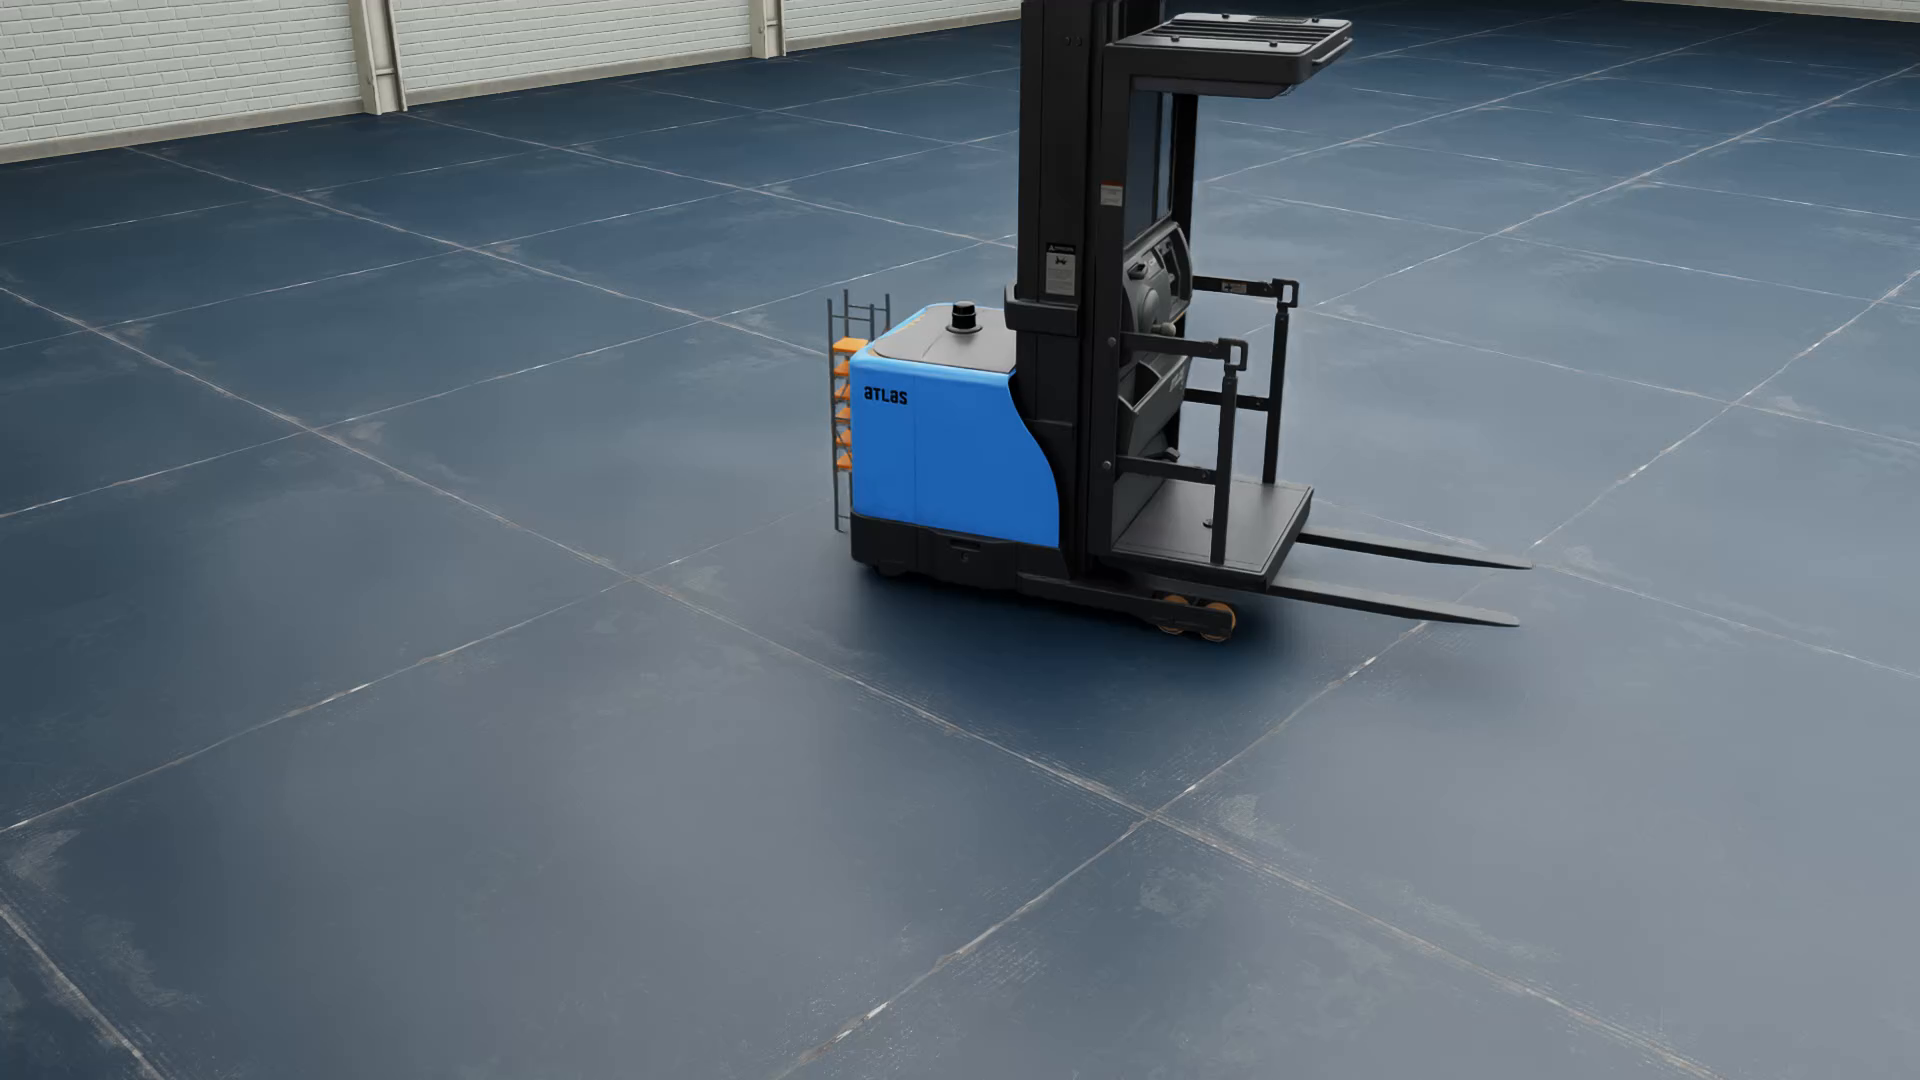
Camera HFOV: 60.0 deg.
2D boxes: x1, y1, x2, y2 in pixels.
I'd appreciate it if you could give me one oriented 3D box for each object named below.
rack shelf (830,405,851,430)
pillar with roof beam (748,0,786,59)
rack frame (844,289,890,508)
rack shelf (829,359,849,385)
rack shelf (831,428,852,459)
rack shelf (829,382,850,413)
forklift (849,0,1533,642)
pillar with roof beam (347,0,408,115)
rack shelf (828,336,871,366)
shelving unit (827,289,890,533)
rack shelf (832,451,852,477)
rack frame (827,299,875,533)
[{"bbox_3d":[-0.481,-0.570,8.163,0.258,0.103,0.180,9,26,19],"label":"rack shelf"},{"bbox_3d":[0.502,-9.767,19.035,9.100,9.000,0.400,20,31,38],"label":"pillar with roof beam"},{"bbox_3d":[-0.449,-0.645,8.223,0.240,1.200,0.006,9,26,19],"label":"rack frame"},{"bbox_3d":[-0.481,-0.789,8.065,0.258,0.103,0.180,9,26,19],"label":"rack shelf"},{"bbox_3d":[-0.481,-0.460,8.212,0.258,0.103,0.180,9,26,19],"label":"rack shelf"},{"bbox_3d":[-0.481,-0.679,8.114,0.258,0.103,0.180,9,26,19],"label":"rack shelf"},{"bbox_3d":[1.051,-1.140,7.210,3.031,2.935,1.130,10,26,20],"label":"forklift"},{"bbox_3d":[-3.503,-7.939,14.958,9.100,9.000,0.400,20,31,38],"label":"pillar with roof beam"},{"bbox_3d":[-0.481,-0.898,8.016,0.258,0.103,0.180,9,26,19],"label":"rack shelf"},{"bbox_3d":[-0.481,-0.610,8.145,0.258,1.200,0.189,9,26,19],"label":"shelving unit"},{"bbox_3d":[-0.481,-0.351,8.261,0.258,0.103,0.180,9,26,19],"label":"rack shelf"},{"bbox_3d":[-0.514,-0.576,8.067,0.240,1.200,0.006,9,26,19],"label":"rack frame"}]
